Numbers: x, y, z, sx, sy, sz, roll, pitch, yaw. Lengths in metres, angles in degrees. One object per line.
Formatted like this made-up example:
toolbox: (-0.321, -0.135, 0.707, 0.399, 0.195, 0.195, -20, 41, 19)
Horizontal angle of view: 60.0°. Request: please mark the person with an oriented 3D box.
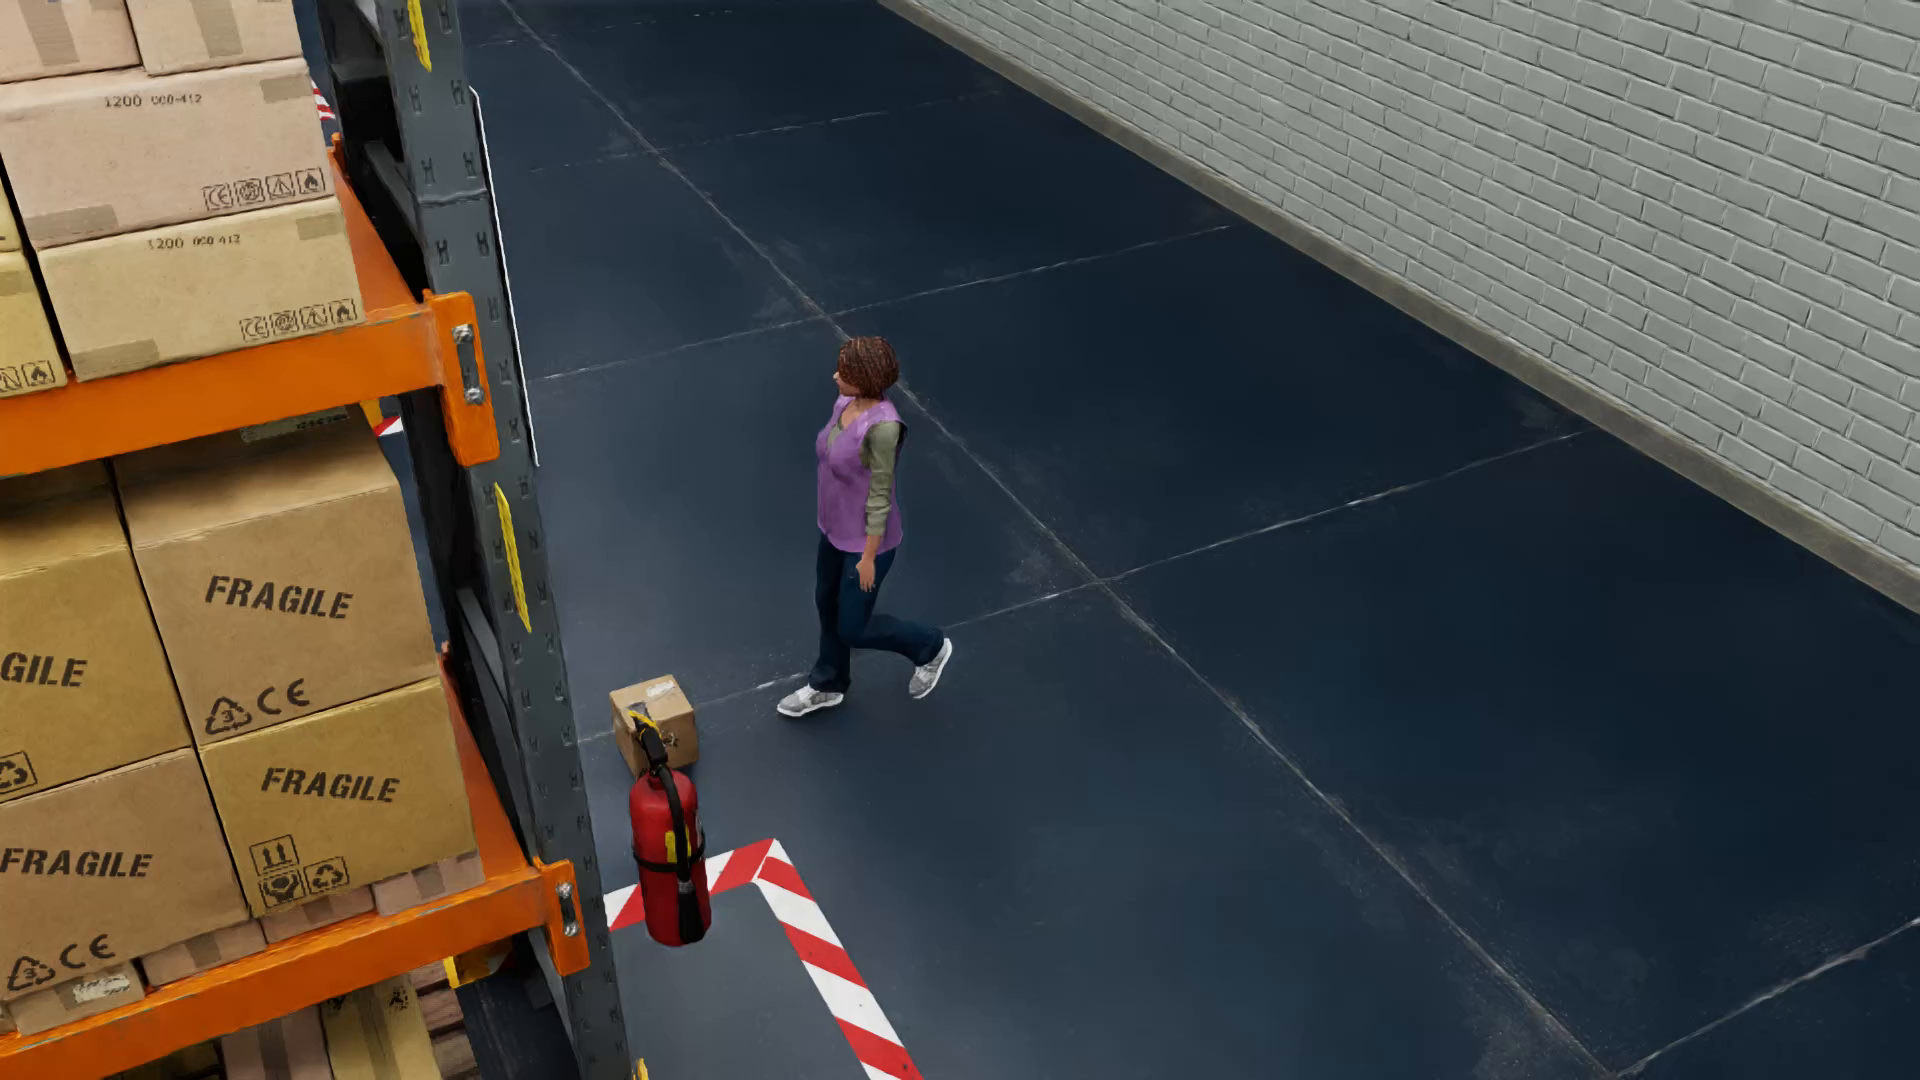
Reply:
person: (-0.383, -0.013, 6.147, 0.665, 1.576, 0.438, -15, 36, -21)
